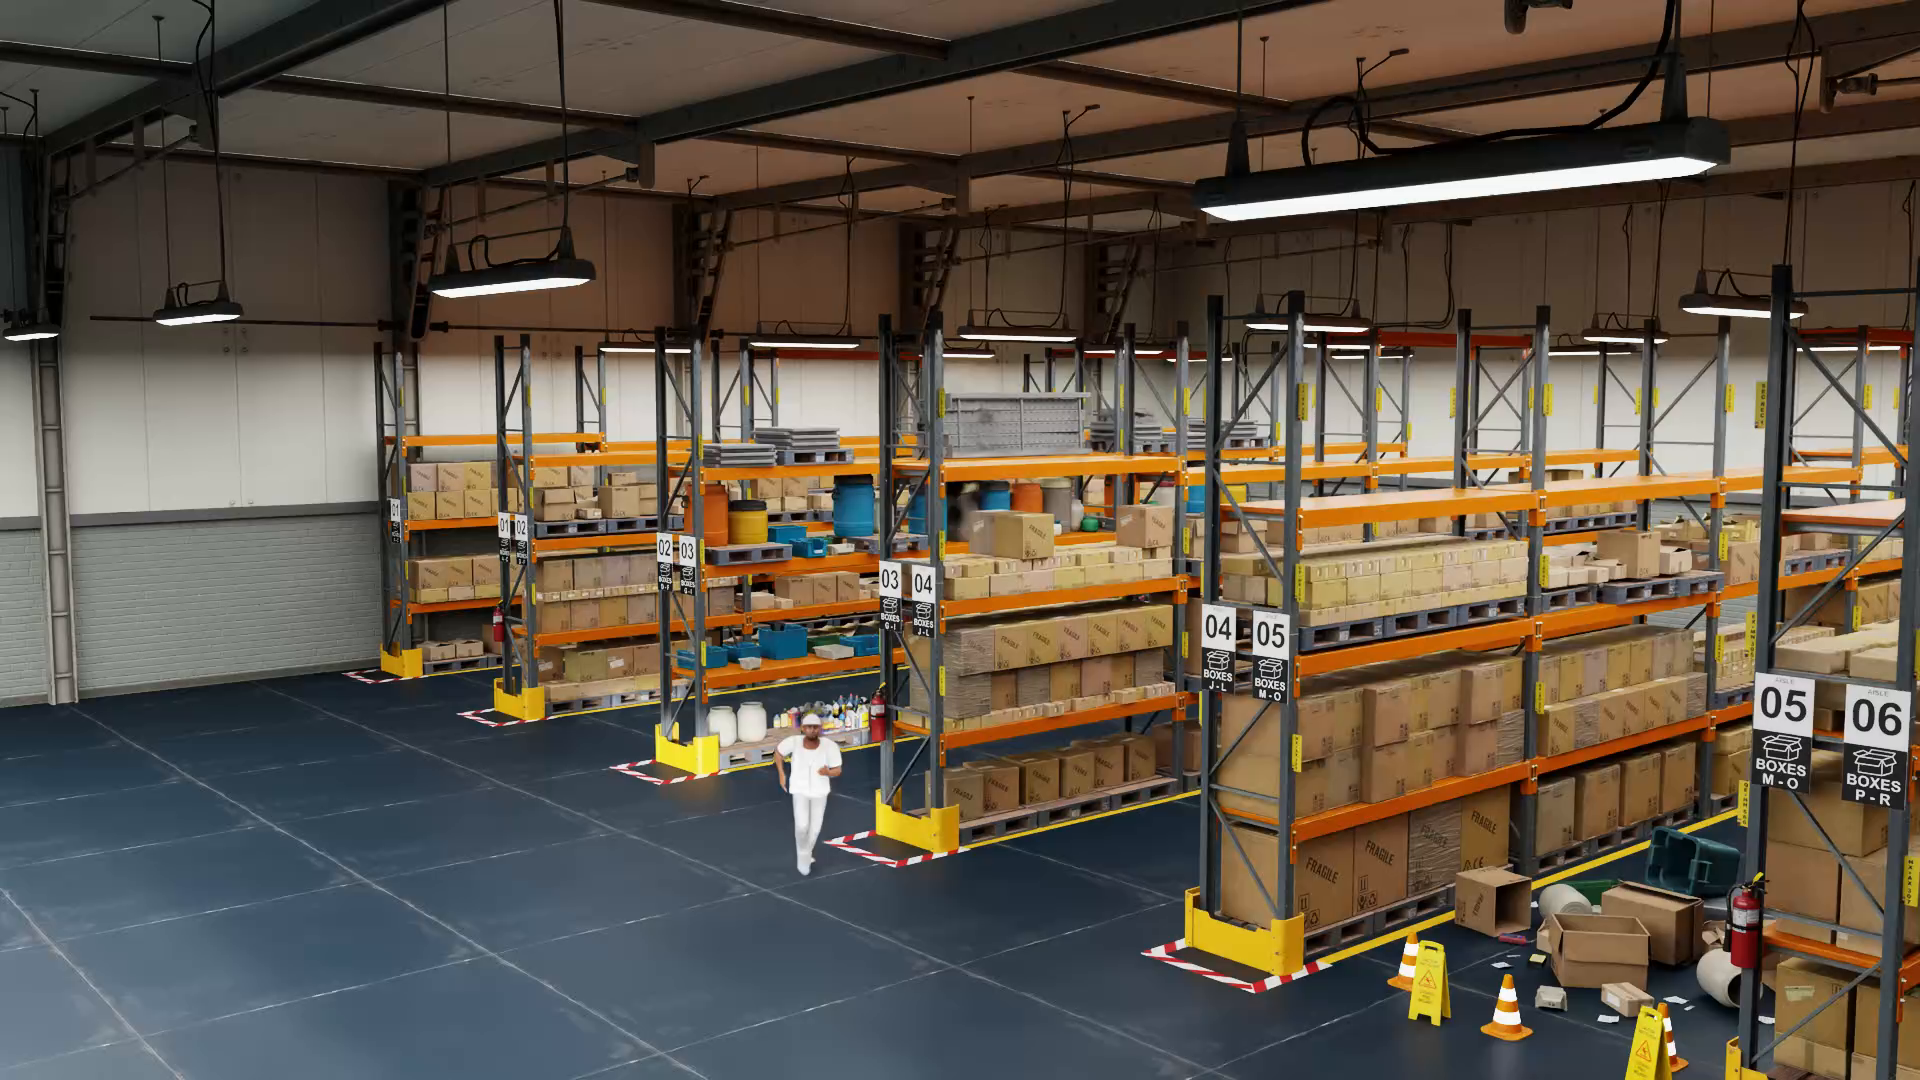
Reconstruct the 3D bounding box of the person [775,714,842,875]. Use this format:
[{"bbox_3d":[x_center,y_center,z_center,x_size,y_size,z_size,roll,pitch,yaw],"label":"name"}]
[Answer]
[{"bbox_3d":[-1.599,2.684,17.657,0.671,1.724,0.786,-1,5,-12],"label":"person"}]
